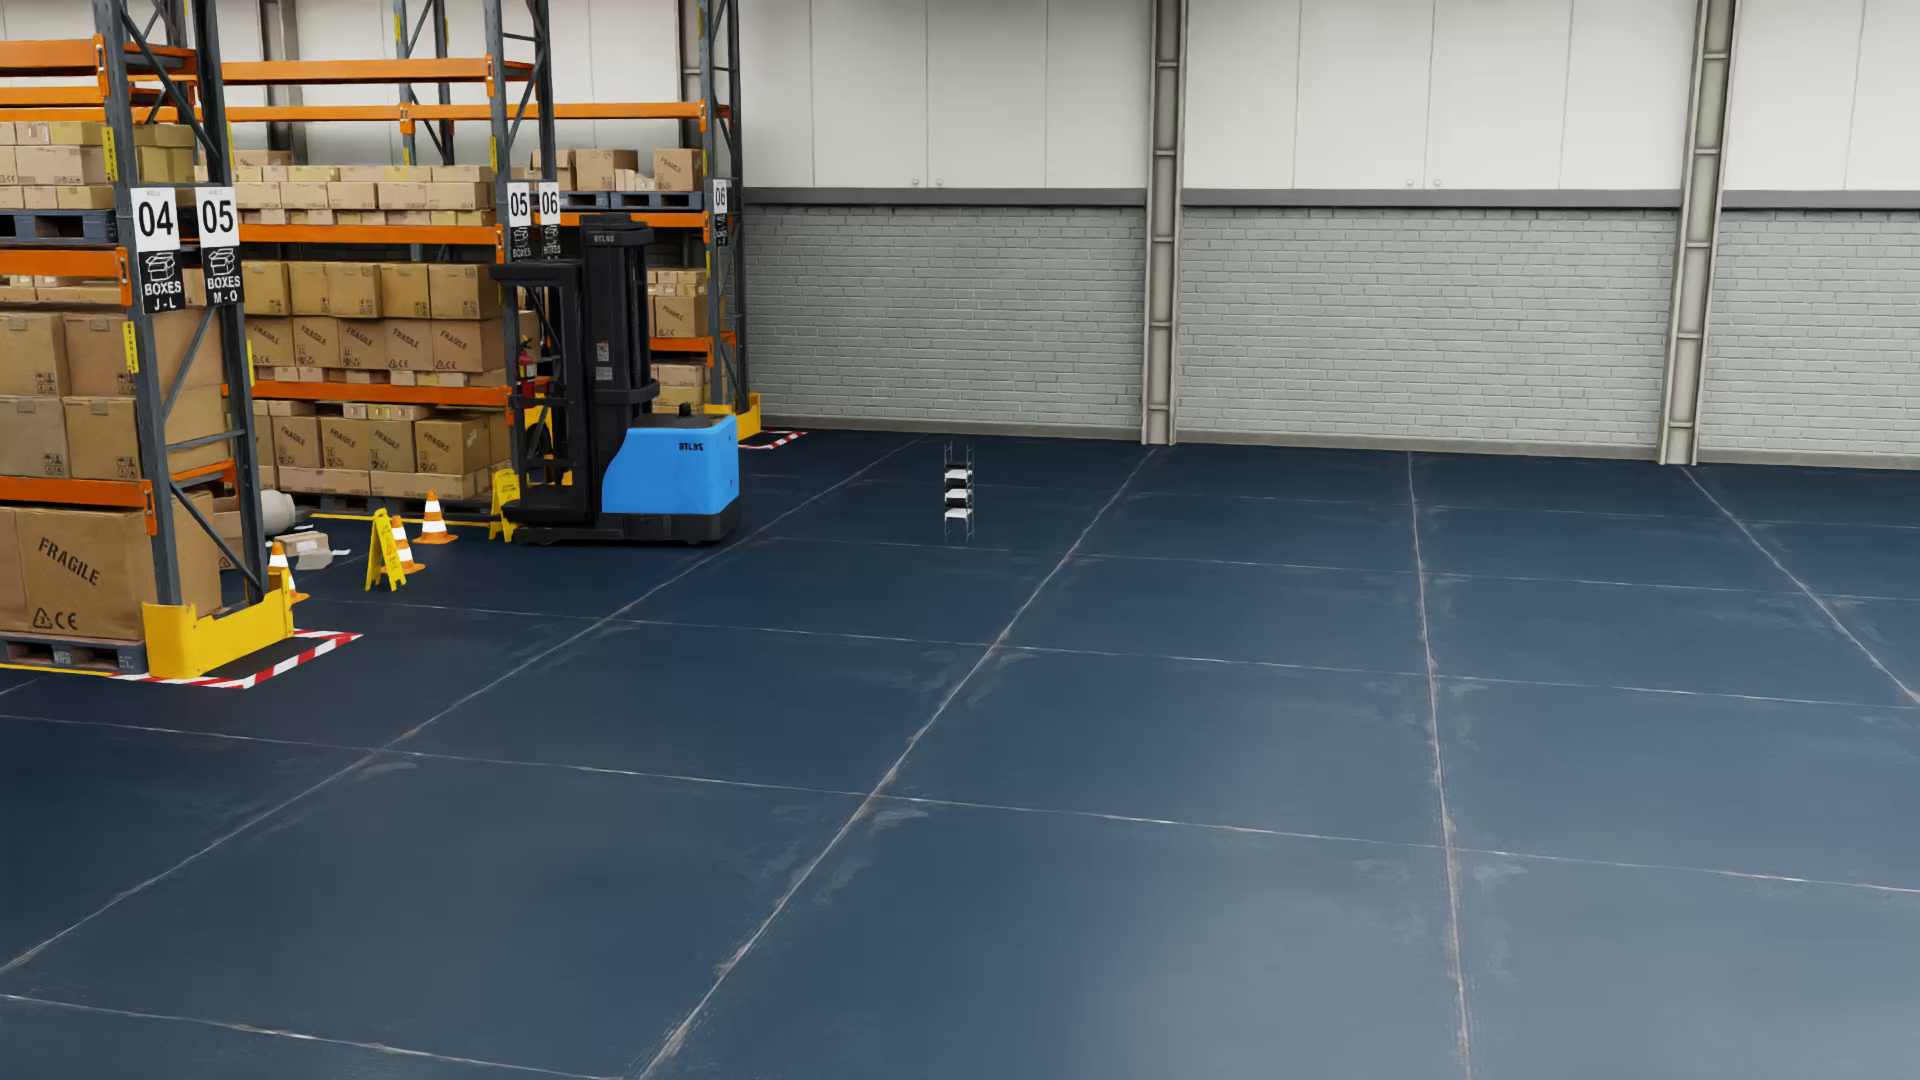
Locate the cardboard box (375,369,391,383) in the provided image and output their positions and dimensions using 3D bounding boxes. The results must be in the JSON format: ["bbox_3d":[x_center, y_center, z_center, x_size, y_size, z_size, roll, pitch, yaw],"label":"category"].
[{"bbox_3d":[-5.483,-1.623,16.204,0.250,0.149,0.380,3,13,14],"label":"cardboard box"}]

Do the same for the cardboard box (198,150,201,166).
[{"bbox_3d":[-10.016,-4.851,21.817,0.500,0.500,0.500,3,13,14],"label":"cardboard box"}]

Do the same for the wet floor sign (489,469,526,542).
[{"bbox_3d":[-4.152,-0.330,15.229,0.232,0.644,0.267,8,15,33],"label":"wet floor sign"}]

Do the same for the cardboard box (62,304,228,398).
[{"bbox_3d":[-5.519,-1.295,11.308,0.550,0.550,0.875,3,13,14],"label":"cardboard box"}]

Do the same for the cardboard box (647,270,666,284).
[{"bbox_3d":[-3.800,-3.257,20.573,0.250,0.149,0.380,3,13,15],"label":"cardboard box"}]

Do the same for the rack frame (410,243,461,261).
[{"bbox_3d":[-6.778,-2.965,21.674,0.127,3.000,1.000,3,13,14],"label":"rack frame"}]

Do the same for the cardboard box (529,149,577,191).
[{"bbox_3d":[-4.912,-4.611,20.726,0.637,0.503,0.797,3,13,15],"label":"cardboard box"}]

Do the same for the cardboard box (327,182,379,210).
[{"bbox_3d":[-5.634,-3.272,15.792,0.500,0.250,0.500,3,13,15],"label":"cardboard box"}]

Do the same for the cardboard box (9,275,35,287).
[{"bbox_3d":[-9.410,-2.656,16.894,0.250,0.149,0.380,2,13,11],"label":"cardboard box"}]

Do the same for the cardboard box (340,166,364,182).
[{"bbox_3d":[-5.690,-3.488,15.845,0.250,0.149,0.380,3,13,12],"label":"cardboard box"}]

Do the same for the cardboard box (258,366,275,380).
[{"bbox_3d":[-6.714,-1.678,16.451,0.250,0.149,0.380,3,13,13],"label":"cardboard box"}]

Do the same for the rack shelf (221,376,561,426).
[{"bbox_3d":[-6.022,-1.466,16.579,4.000,0.370,1.077,3,13,14],"label":"rack shelf"}]

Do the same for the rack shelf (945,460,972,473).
[{"bbox_3d":[-0.008,-0.671,15.087,0.200,0.077,0.258,3,13,14],"label":"rack shelf"}]

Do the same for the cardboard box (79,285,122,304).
[{"bbox_3d":[-8.467,-2.296,16.770,0.500,0.500,0.500,3,13,12],"label":"cardboard box"}]

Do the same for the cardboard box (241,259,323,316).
[{"bbox_3d":[-6.617,-2.472,16.225,0.500,0.500,0.700,3,13,12],"label":"cardboard box"}]

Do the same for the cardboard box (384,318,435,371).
[{"bbox_3d":[-5.158,-1.905,15.977,0.500,0.500,0.500,3,13,14],"label":"cardboard box"}]

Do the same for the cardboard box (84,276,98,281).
[{"bbox_3d":[-12.290,-3.474,22.759,0.637,0.503,0.797,3,13,12],"label":"cardboard box"}]

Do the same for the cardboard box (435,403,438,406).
[{"bbox_3d":[-7.287,-2.036,21.997,0.625,0.625,0.875,4,13,16],"label":"cardboard box"}]

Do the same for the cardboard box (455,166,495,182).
[{"bbox_3d":[-4.479,-3.400,15.448,0.250,0.149,0.380,3,13,14],"label":"cardboard box"}]

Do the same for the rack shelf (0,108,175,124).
[{"bbox_3d":[-12.603,-5.659,22.549,4.000,0.370,1.077,3,13,14],"label":"rack shelf"}]

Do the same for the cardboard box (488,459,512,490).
[{"bbox_3d":[-4.797,-0.676,16.736,0.500,0.250,0.500,3,13,13],"label":"cardboard box"}]

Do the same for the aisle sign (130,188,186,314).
[{"bbox_3d":[-5.171,-1.870,10.735,0.004,0.787,0.394,3,13,14],"label":"aisle sign"}]

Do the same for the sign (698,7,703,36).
[{"bbox_3d":[-3.038,-6.068,19.468,0.005,0.325,0.100,3,13,14],"label":"sign"}]

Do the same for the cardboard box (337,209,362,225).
[{"bbox_3d":[-5.730,-3.088,15.879,0.250,0.149,0.380,3,13,12],"label":"cardboard box"}]

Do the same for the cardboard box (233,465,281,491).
[{"bbox_3d":[-6.934,-0.671,16.713,0.500,0.250,0.500,4,13,17],"label":"cardboard box"}]

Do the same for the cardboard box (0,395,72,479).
[{"bbox_3d":[-6.078,-0.774,11.453,0.550,0.550,0.875,3,13,14],"label":"cardboard box"}]

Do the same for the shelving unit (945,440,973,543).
[{"bbox_3d":[-0.008,-0.440,15.138,0.210,0.900,0.258,3,13,14],"label":"shelving unit"}]

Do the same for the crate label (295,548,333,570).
[{"bbox_3d":[-5.521,0.156,14.214,0.298,0.136,0.250,-4,13,-16],"label":"crate label"}]

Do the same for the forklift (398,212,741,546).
[{"bbox_3d":[-3.620,-1.491,15.189,3.031,2.935,1.130,1,13,4],"label":"forklift"}]

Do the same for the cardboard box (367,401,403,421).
[{"bbox_3d":[-5.536,-1.265,16.158,0.250,0.149,0.380,3,13,14],"label":"cardboard box"}]

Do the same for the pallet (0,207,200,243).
[{"bbox_3d":[-5.891,-2.125,11.166,1.213,0.211,1.003,3,13,14],"label":"pallet"}]

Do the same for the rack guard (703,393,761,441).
[{"bbox_3d":[-2.871,-1.536,21.004,0.348,0.500,1.175,3,13,14],"label":"rack guard"}]

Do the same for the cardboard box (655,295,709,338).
[{"bbox_3d":[-3.435,-2.777,20.594,0.500,0.500,0.500,3,13,12],"label":"cardboard box"}]

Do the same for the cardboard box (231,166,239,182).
[{"bbox_3d":[-6.974,-3.525,16.011,0.250,0.149,0.380,3,13,13],"label":"cardboard box"}]

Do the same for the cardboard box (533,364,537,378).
[{"bbox_3d":[-4.360,-1.652,16.336,0.250,0.149,0.380,3,13,14],"label":"cardboard box"}]

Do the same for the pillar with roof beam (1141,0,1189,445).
[{"bbox_3d":[1.439,-4.696,15.622,0.400,9.000,9.100,3,13,14],"label":"pillar with roof beam"}]

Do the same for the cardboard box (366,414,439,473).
[{"bbox_3d":[-5.428,-0.956,16.263,0.500,0.500,0.500,4,13,16],"label":"cardboard box"}]

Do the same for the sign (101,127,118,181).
[{"bbox_3d":[-5.311,-2.412,10.394,0.005,0.325,0.100,3,13,14],"label":"sign"}]

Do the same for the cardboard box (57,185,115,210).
[{"bbox_3d":[-5.572,-2.209,10.720,0.250,0.149,0.380,3,13,13],"label":"cardboard box"}]

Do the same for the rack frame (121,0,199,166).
[{"bbox_3d":[-7.964,-4.850,16.319,0.127,3.000,1.000,3,13,14],"label":"rack frame"}]

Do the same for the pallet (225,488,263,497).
[{"bbox_3d":[-7.303,-0.533,17.147,1.213,0.211,1.003,3,13,14],"label":"pallet"}]

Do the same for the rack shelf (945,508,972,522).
[{"bbox_3d":[-0.008,-0.231,15.184,0.200,0.077,0.258,3,13,14],"label":"rack shelf"}]

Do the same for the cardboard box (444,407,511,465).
[{"bbox_3d":[-4.820,-1.044,16.660,0.500,0.500,0.500,3,13,12],"label":"cardboard box"}]

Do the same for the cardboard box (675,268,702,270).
[{"bbox_3d":[-3.412,-3.358,21.028,0.250,0.149,0.380,4,13,15],"label":"cardboard box"}]

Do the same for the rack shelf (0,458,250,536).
[{"bbox_3d":[-7.110,-0.420,11.863,4.000,0.370,1.077,3,13,14],"label":"rack shelf"}]

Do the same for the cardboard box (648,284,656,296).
[{"bbox_3d":[-3.791,-3.116,20.623,0.250,0.149,0.380,3,13,15],"label":"cardboard box"}]

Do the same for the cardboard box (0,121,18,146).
[{"bbox_3d":[-6.067,-2.625,10.754,0.250,0.149,0.380,3,13,14],"label":"cardboard box"}]

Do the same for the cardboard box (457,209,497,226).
[{"bbox_3d":[-4.494,-3.015,15.553,0.250,0.149,0.380,3,13,14],"label":"cardboard box"}]

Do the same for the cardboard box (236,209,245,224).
[{"bbox_3d":[-6.978,-3.159,16.202,0.250,0.149,0.380,3,13,15],"label":"cardboard box"}]

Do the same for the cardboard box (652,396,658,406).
[{"bbox_3d":[-3.926,-1.852,20.882,0.500,0.250,0.500,3,13,13],"label":"cardboard box"}]
